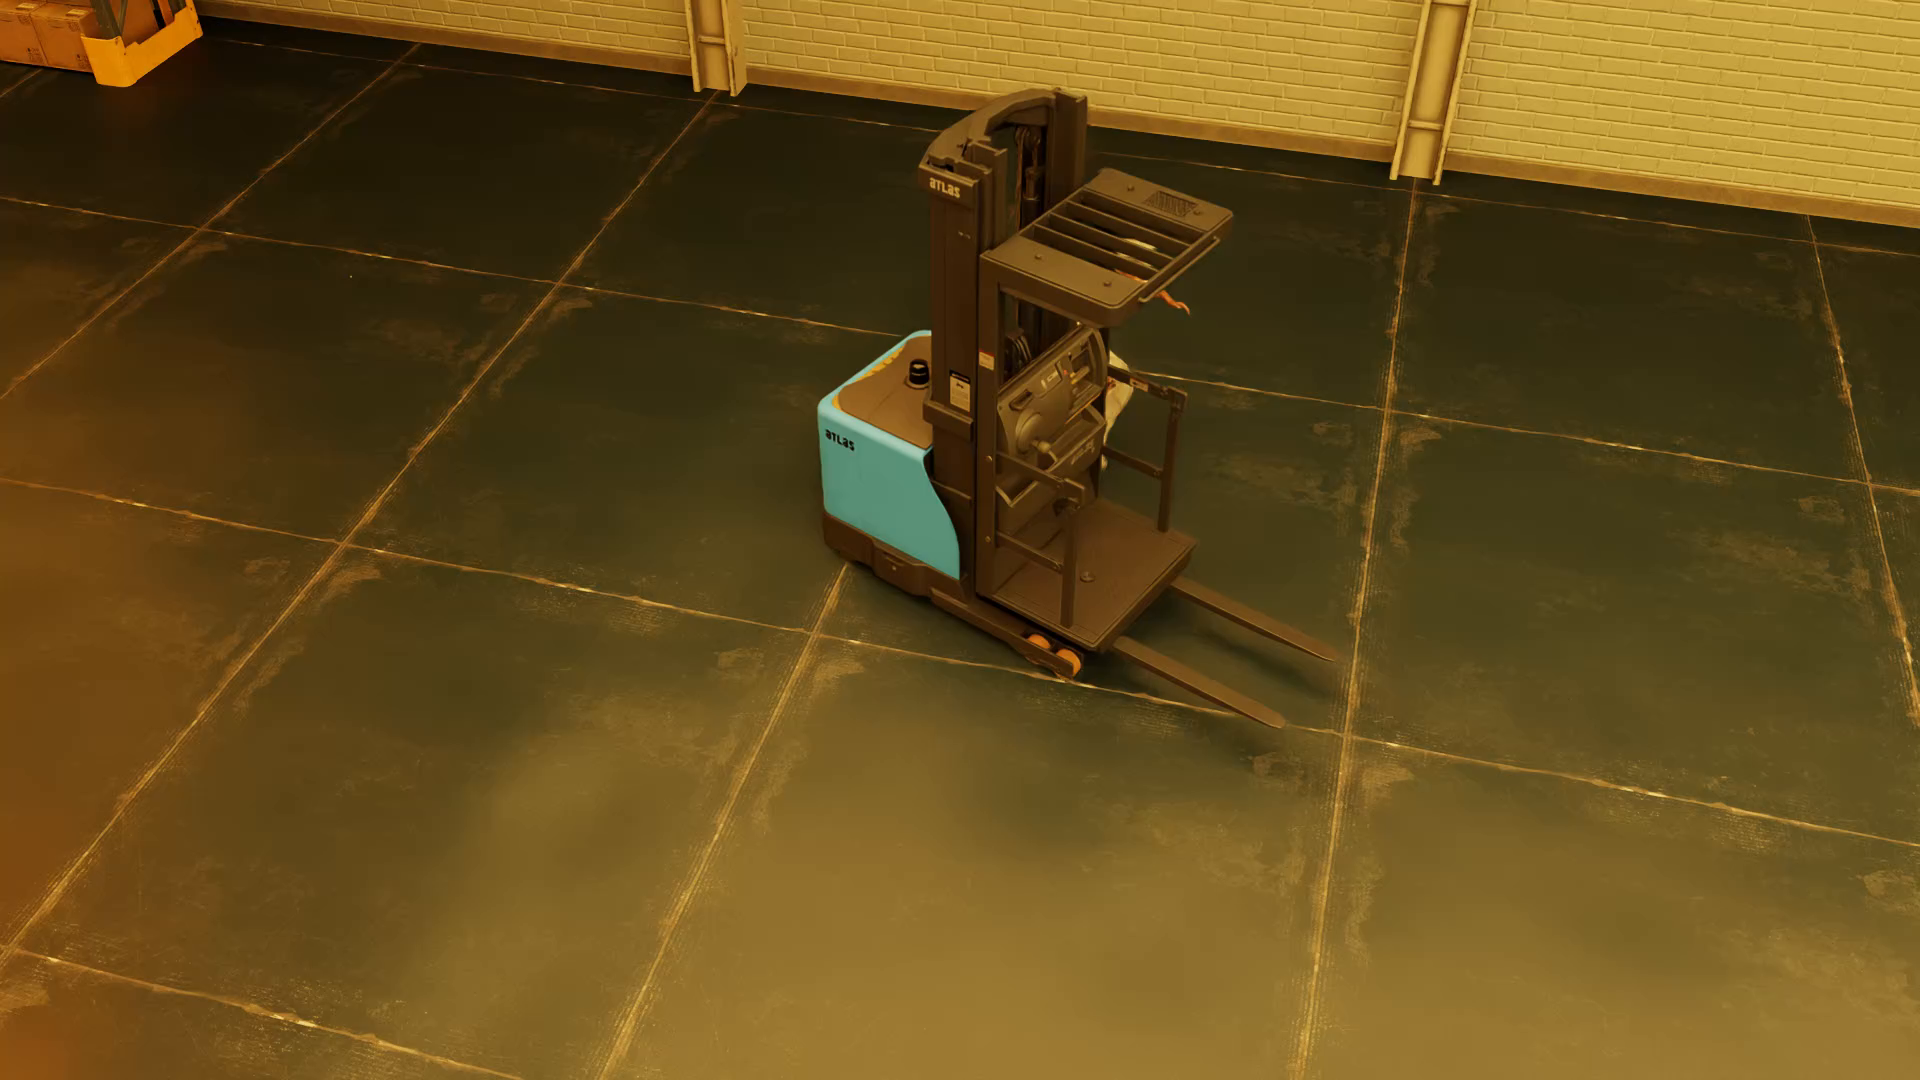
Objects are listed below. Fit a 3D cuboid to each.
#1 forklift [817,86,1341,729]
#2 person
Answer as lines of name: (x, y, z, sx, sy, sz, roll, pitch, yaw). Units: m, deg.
forklift: (0.661, -0.732, 8.696, 3.031, 2.935, 1.130, 26, 48, 27)
person: (0.964, -1.165, 10.336, 0.863, 1.422, 0.883, 6, 42, 7)
